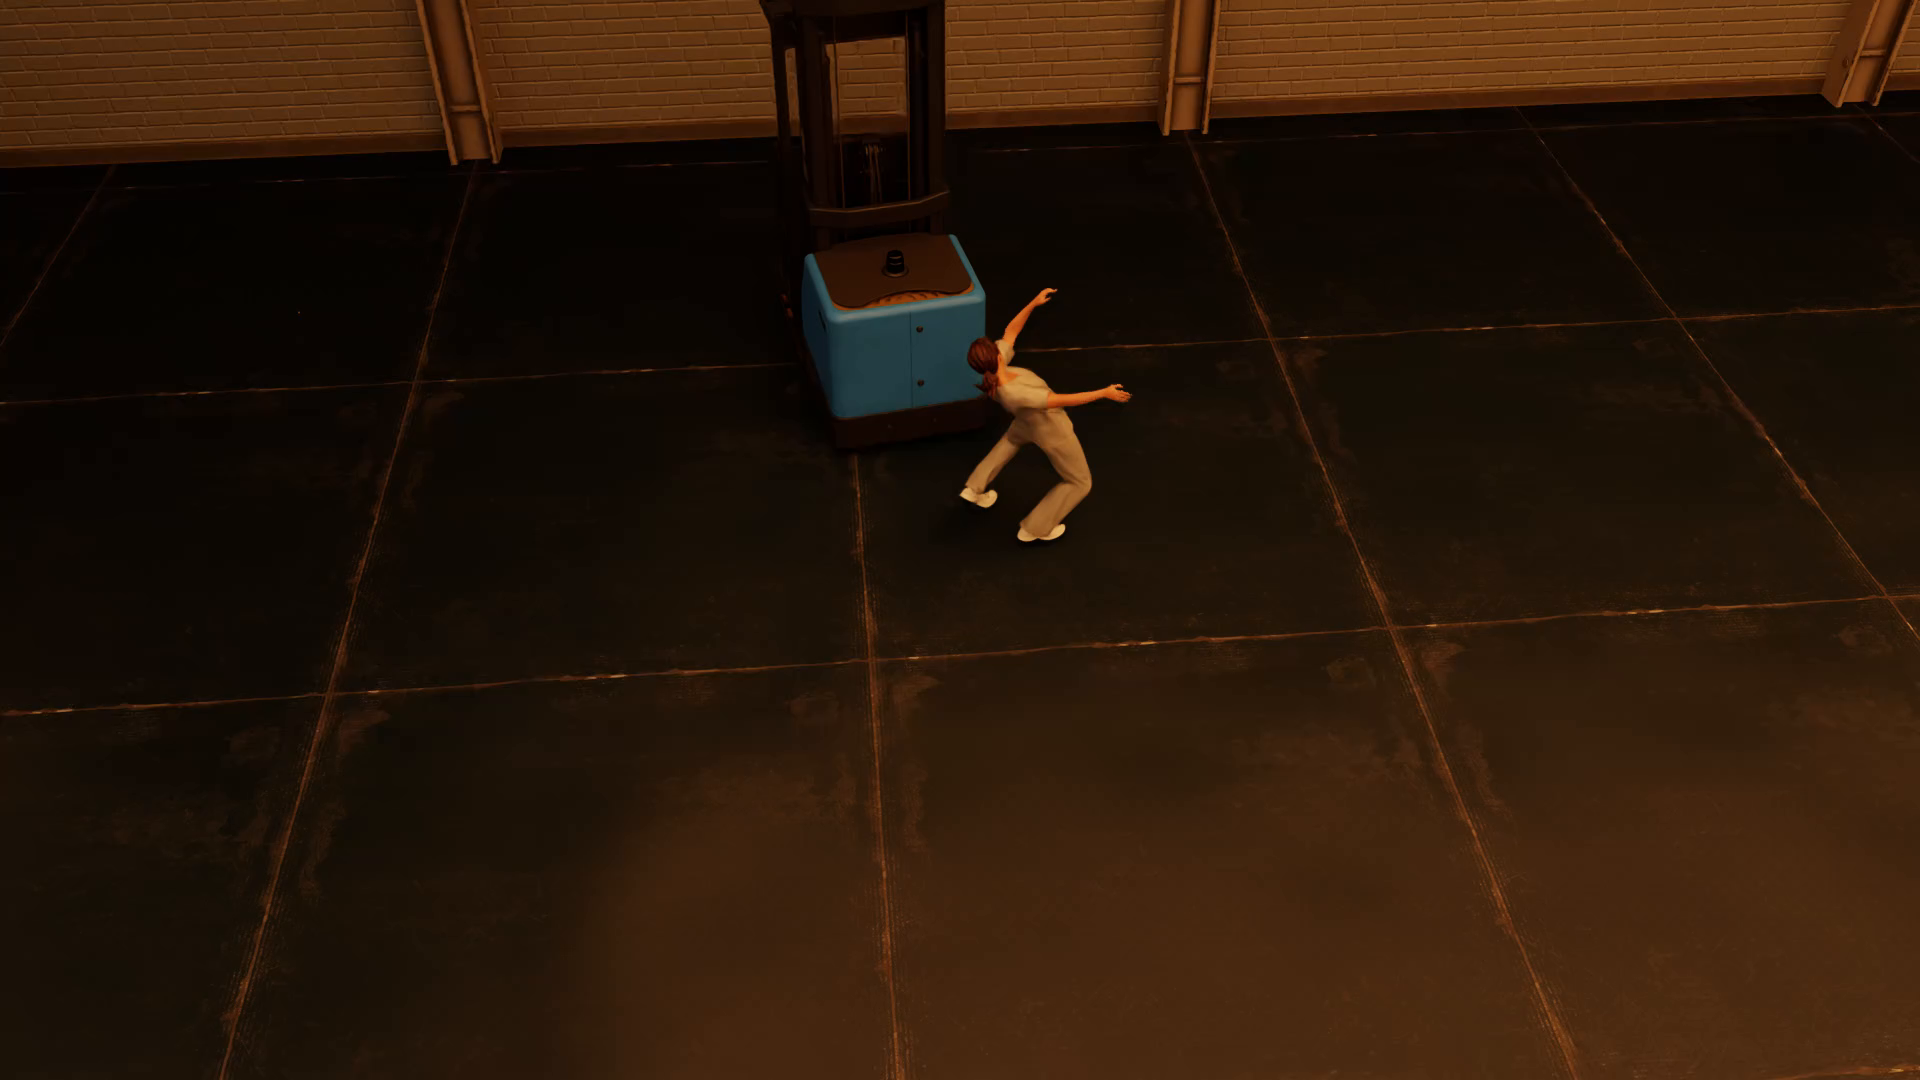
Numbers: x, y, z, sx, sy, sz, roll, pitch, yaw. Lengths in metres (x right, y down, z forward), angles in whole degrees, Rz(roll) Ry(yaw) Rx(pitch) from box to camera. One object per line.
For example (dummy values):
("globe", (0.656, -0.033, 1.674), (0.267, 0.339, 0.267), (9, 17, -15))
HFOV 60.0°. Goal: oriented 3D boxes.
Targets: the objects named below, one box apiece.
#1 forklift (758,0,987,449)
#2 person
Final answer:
("forklift", (-0.696, -2.670, 11.060), (1.130, 2.935, 3.031), (-10, 42, -11))
("person", (0.479, -0.608, 9.714), (0.662, 1.521, 0.987), (-31, 49, -31))
